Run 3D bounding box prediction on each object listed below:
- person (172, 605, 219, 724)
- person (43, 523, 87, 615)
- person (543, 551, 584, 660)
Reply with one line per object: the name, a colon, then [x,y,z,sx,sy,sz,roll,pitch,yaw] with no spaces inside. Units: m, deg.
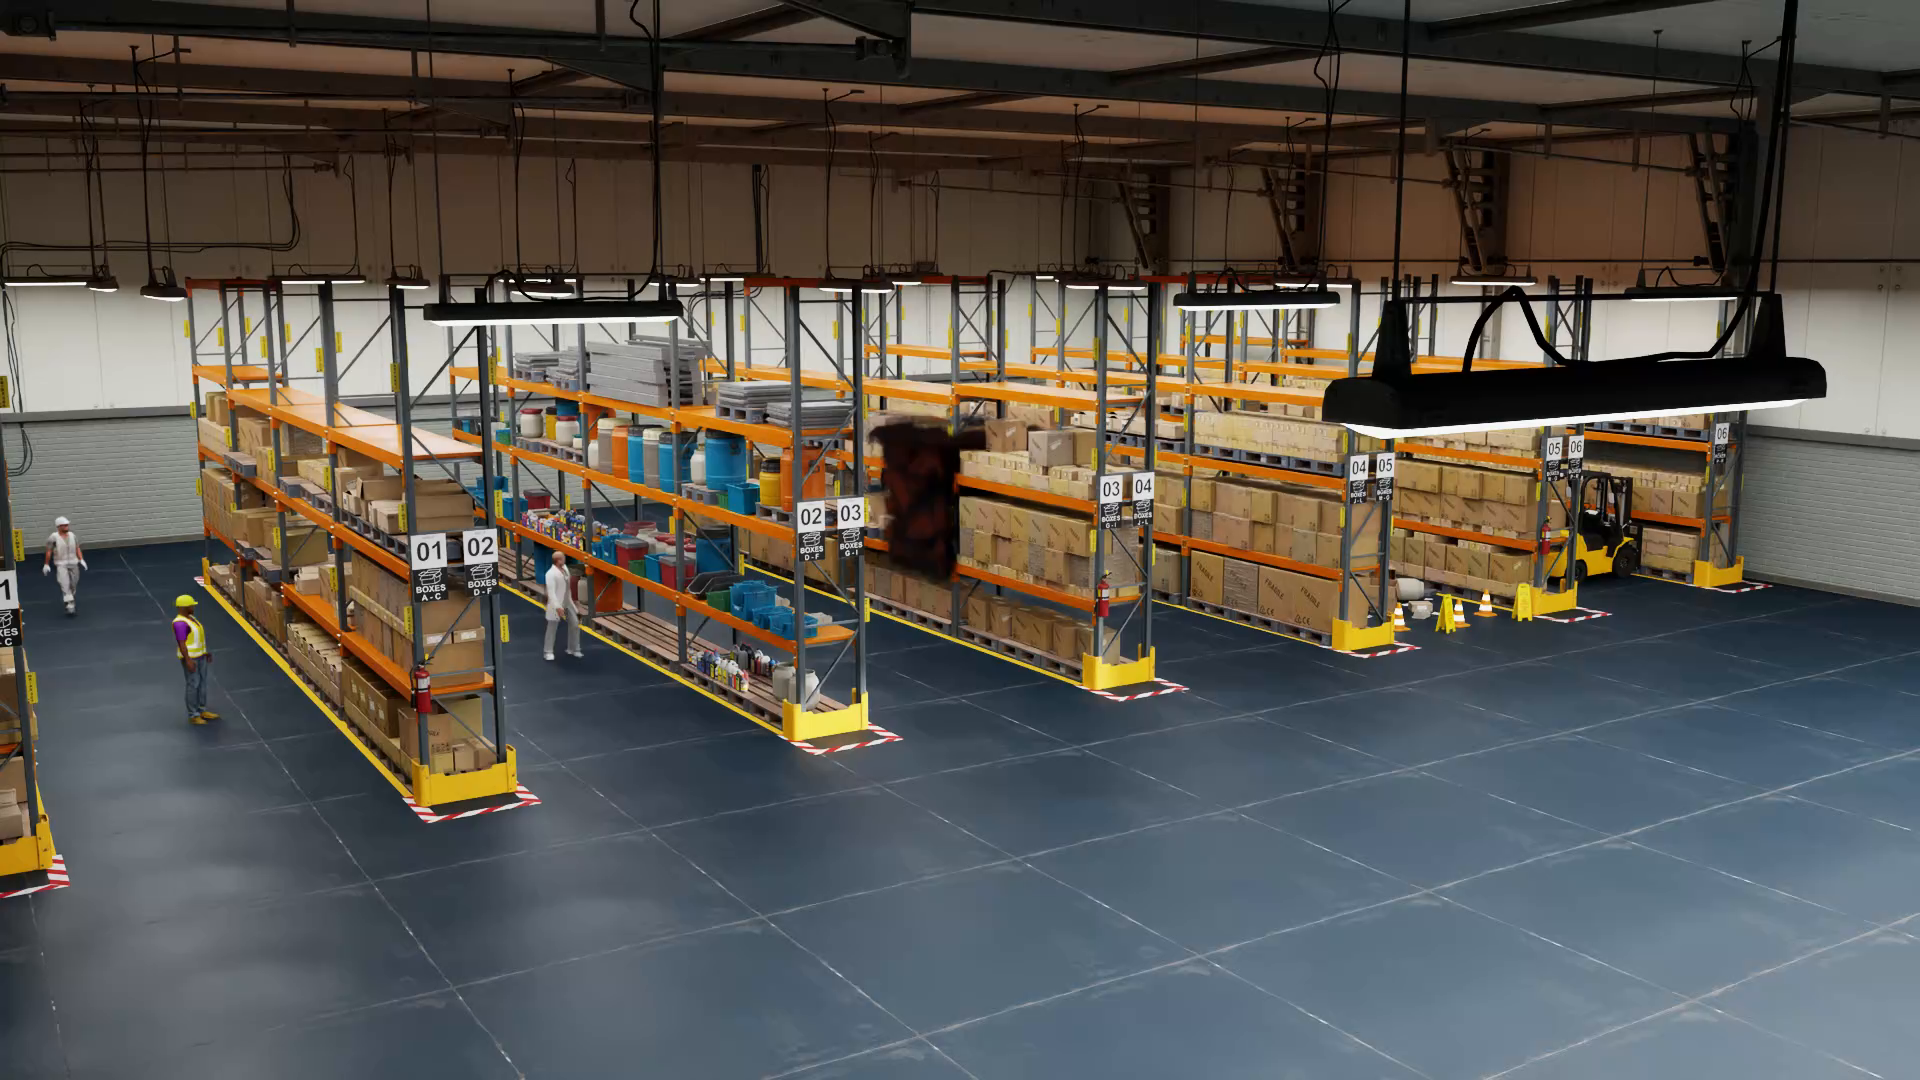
person: [-10.616,1.660,23.087,0.495,1.764,0.613,0,10,3]
person: [-16.167,0.478,30.054,0.704,1.698,1.049,-9,13,-42]
person: [-6.366,1.105,26.582,0.640,1.811,0.690,6,11,32]
